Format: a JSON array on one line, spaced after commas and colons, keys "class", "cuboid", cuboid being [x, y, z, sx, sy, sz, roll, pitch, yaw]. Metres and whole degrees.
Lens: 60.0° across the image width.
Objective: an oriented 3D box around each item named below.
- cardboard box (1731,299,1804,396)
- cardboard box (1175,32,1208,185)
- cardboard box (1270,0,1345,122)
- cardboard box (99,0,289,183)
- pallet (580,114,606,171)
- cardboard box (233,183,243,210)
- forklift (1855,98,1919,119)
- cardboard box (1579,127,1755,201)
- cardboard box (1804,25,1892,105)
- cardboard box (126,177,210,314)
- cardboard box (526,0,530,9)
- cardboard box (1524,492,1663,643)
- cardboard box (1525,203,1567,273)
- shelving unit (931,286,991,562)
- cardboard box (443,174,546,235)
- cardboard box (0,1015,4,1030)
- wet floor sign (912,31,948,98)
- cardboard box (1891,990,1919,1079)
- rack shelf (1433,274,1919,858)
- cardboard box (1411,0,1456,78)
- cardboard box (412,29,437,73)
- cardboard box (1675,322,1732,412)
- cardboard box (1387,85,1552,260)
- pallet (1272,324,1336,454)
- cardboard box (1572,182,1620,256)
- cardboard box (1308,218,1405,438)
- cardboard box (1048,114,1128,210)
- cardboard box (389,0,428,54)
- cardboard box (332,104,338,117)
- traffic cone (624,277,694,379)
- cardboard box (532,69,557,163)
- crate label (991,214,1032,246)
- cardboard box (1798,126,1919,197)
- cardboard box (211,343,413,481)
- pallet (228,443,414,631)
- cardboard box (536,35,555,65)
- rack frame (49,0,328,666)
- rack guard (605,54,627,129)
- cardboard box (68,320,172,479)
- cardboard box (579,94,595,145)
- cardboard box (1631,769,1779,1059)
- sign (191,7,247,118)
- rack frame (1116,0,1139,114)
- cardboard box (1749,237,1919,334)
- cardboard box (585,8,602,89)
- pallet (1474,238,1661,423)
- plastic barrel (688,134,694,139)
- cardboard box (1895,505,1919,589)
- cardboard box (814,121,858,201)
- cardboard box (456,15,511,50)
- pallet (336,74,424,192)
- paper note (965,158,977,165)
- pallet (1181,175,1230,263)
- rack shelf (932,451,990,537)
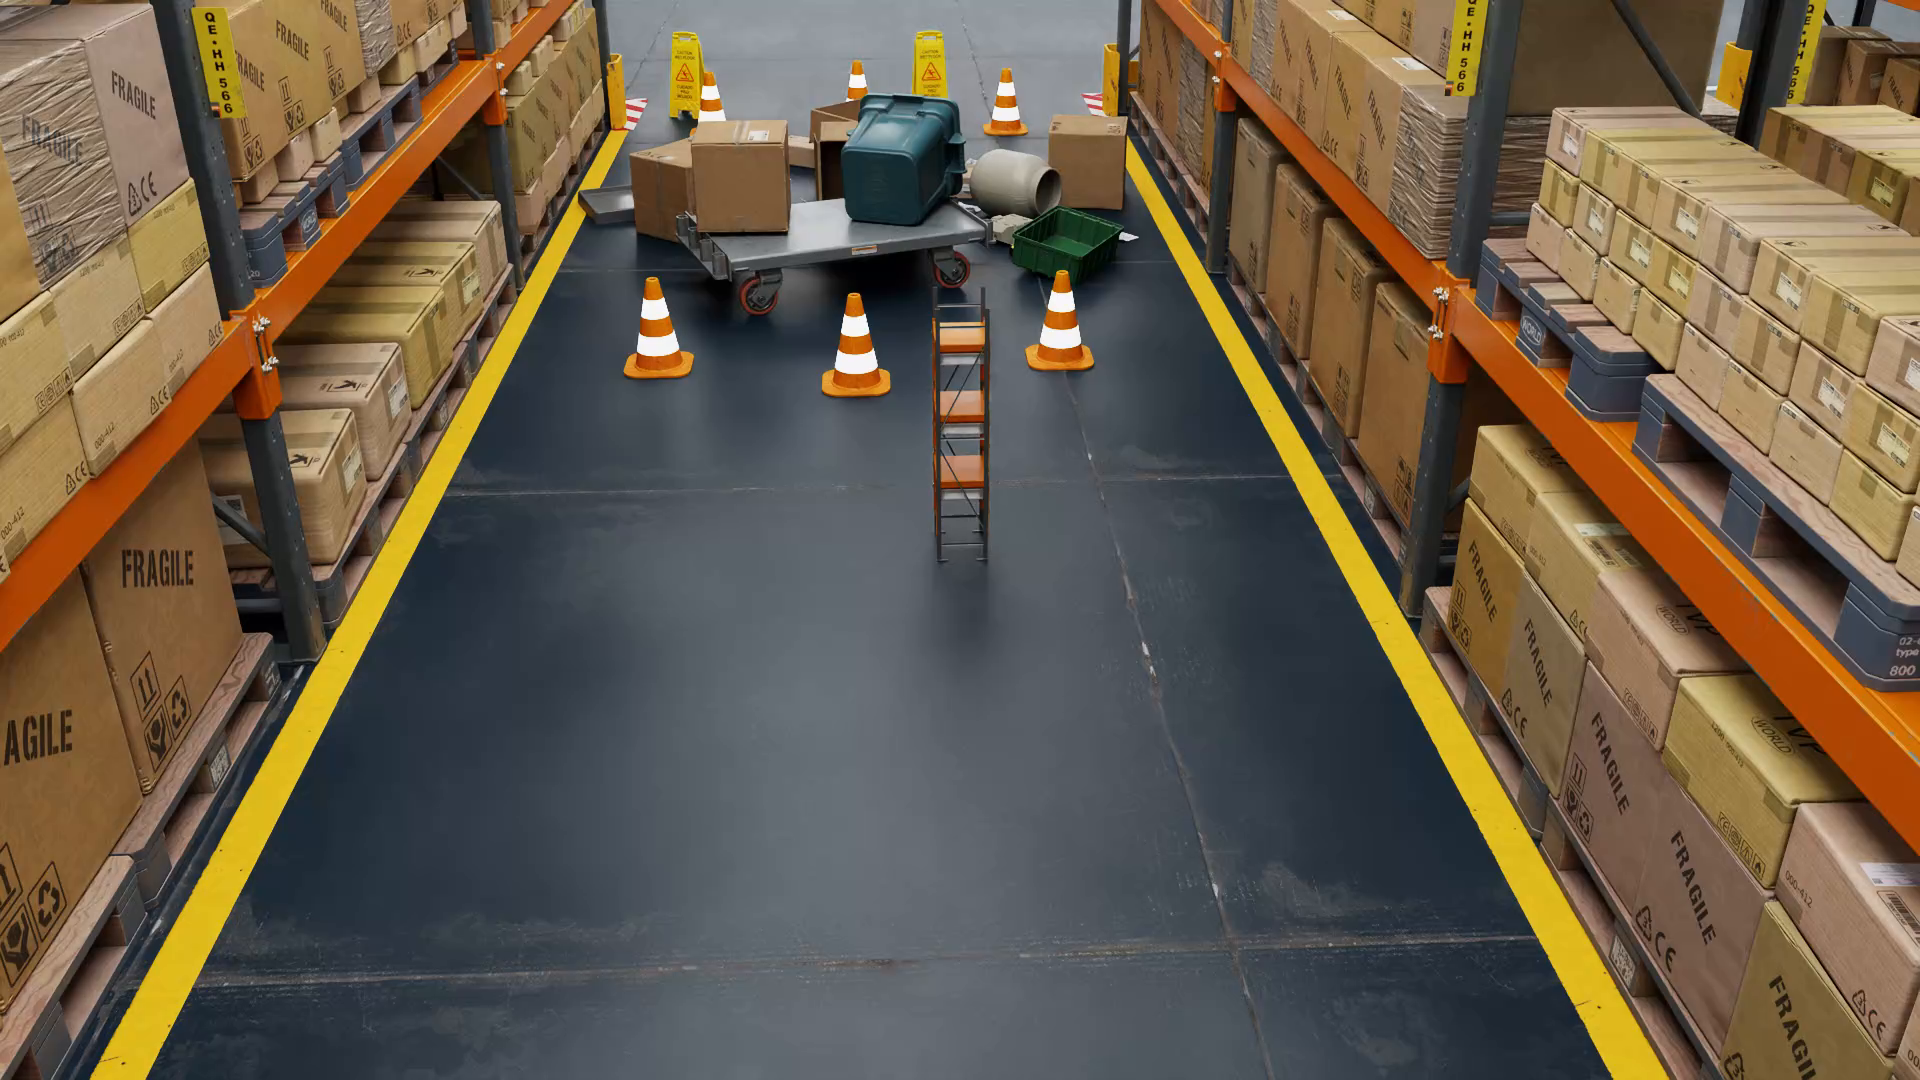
[{"class": "cardboard box", "cuboid": [2.050, -0.455, 3.874, 0.380, 0.149, 0.250, -2, 28, -3]}, {"class": "cardboard box", "cuboid": [1.934, -2.871, 10.854, 0.875, 0.875, 0.875, -1, 28, -2]}, {"class": "cardboard box", "cuboid": [1.757, -2.249, 7.710, 0.500, 0.500, 0.500, -2, 28, -3]}, {"class": "cardboard box", "cuboid": [-2.573, -1.480, 5.461, 0.500, 0.500, 0.500, -2, 28, -4]}, {"class": "pallet", "cuboid": [-3.188, -2.952, 12.181, 1.003, 0.211, 1.213, -1, 28, -3]}, {"class": "cardboard box", "cuboid": [-2.612, -1.134, 5.498, 0.380, 0.149, 0.250, -3, 28, -6]}, {"class": "forklift", "cuboid": [4.631, -1.953, 7.326, 1.130, 2.935, 3.031, -1, 28, -2]}, {"class": "cardboard box", "cuboid": [2.004, -1.067, 4.727, 0.380, 0.149, 0.250, -2, 28, -4]}, {"class": "cardboard box", "cuboid": [6.714, -3.628, 12.710, 0.500, 0.500, 0.500, 4, 28, 7]}, {"class": "cardboard box", "cuboid": [-2.502, -0.842, 4.743, 0.500, 0.250, 0.500, -1, 28, -3]}, {"class": "cardboard box", "cuboid": [-2.819, -3.269, 10.045, 0.380, 0.149, 0.250, -2, 28, -3]}, {"class": "cardboard box", "cuboid": [1.978, 0.077, 4.796, 0.500, 0.250, 0.500, -2, 28, -3]}, {"class": "cardboard box", "cuboid": [1.979, -0.934, 5.115, 0.380, 0.149, 0.250, -2, 28, -3]}, {"class": "shelving unit", "cuboid": [0.003, -0.441, 6.460, 0.215, 1.050, 0.252, -1, 28, -3]}, {"class": "cardboard box", "cuboid": [-2.751, -1.998, 9.856, 0.500, 0.250, 0.500, -3, 28, -5]}, {"class": "cardboard box", "cuboid": [-2.739, 0.997, 3.438, 0.875, 0.875, 0.875, -1, 28, -1]}, {"class": "wet floor sign", "cuboid": [-0.240, -3.687, 13.121, 0.267, 0.644, 0.232, -6, 28, -11]}, {"class": "cardboard box", "cuboid": [2.074, 1.028, 2.973, 0.500, 0.250, 0.500, -2, 28, -4]}, {"class": "rack shelf", "cuboid": [2.261, 0.172, 3.955, 1.077, 0.370, 4.000, -1, 28, -3]}, {"class": "cardboard box", "cuboid": [2.116, -2.000, 6.151, 0.700, 0.500, 0.500, -2, 28, -3]}, {"class": "cardboard box", "cuboid": [-2.625, -2.238, 7.615, 0.380, 0.149, 0.250, -1, 28, -2]}, {"class": "cardboard box", "cuboid": [2.039, -0.438, 4.164, 0.380, 0.149, 0.250, -1, 28, -1]}, {"class": "cardboard box", "cuboid": [1.865, -1.317, 5.923, 0.500, 0.500, 0.500, -1, 28, -3]}, {"class": "pallet", "cuboid": [2.130, -0.762, 7.984, 1.003, 0.211, 1.213, -1, 28, -3]}, {"class": "cardboard box", "cuboid": [1.998, -0.924, 4.774, 0.380, 0.149, 0.250, 0, 28, 0]}, {"class": "cardboard box", "cuboid": [2.166, -0.947, 7.300, 1.050, 0.750, 0.750, -1, 28, -2]}, {"class": "cardboard box", "cuboid": [0.842, -2.503, 11.006, 0.500, 0.500, 0.500, 3, 28, 6]}, {"class": "cardboard box", "cuboid": [-2.689, -2.439, 7.299, 0.500, 0.500, 0.500, 0, 28, -1]}, {"class": "cardboard box", "cuboid": [-2.646, -1.630, 6.449, 0.380, 0.149, 0.250, 0, 28, 0]}, {"class": "traffic cone", "cuboid": [-1.527, -1.088, 8.336, 0.336, 0.463, 0.334, -1, 28, -3]}, {"class": "cardboard box", "cuboid": [-2.791, -2.577, 10.156, 0.500, 0.500, 0.500, 0, 28, -1]}, {"class": "crate label", "cuboid": [0.313, -1.919, 10.281, 0.298, 0.136, 0.250, -23, 35, -37]}, {"class": "cardboard box", "cuboid": [2.651, -1.078, 4.748, 0.380, 0.149, 0.250, -2, 28, -3]}, {"class": "cardboard box", "cuboid": [-2.847, -0.527, 6.905, 0.950, 0.372, 0.625, -2, 28, -4]}, {"class": "pallet", "cuboid": [-2.820, -0.029, 6.578, 1.003, 0.211, 1.213, -1, 28, -3]}, {"class": "cardboard box", "cuboid": [-2.743, -3.039, 10.340, 0.380, 0.149, 0.250, 0, 28, 0]}, {"class": "rack frame", "cuboid": [-2.781, -0.905, 5.241, 1.000, 3.000, 0.127, -1, 28, -3]}, {"class": "rack guard", "cuboid": [-3.195, -3.456, 12.835, 1.175, 0.500, 0.348, -1, 28, -3]}, {"class": "cardboard box", "cuboid": [-2.453, -0.375, 4.388, 0.500, 0.250, 0.500, -1, 28, -2]}, {"class": "cardboard box", "cuboid": [-2.869, -2.960, 11.701, 0.500, 0.250, 0.500, -1, 28, -2]}, {"class": "cardboard box", "cuboid": [2.027, 0.889, 4.051, 0.500, 0.500, 0.500, -2, 28, -4]}, {"class": "sign", "cuboid": [-2.227, -1.433, 5.002, 0.100, 0.325, 0.005, -1, 28, -3]}, {"class": "rack frame", "cuboid": [1.739, -4.765, 12.643, 1.000, 3.000, 0.127, -1, 28, -3]}, {"class": "cardboard box", "cuboid": [2.058, -0.584, 3.801, 0.380, 0.149, 0.250, -1, 28, -1]}, {"class": "cardboard box", "cuboid": [-2.897, -3.535, 11.992, 0.500, 0.500, 0.500, -1, 28, -2]}, {"class": "pallet", "cuboid": [2.301, -0.659, 4.978, 1.213, 0.211, 1.003, -1, 28, -3]}, {"class": "plastic barrel", "cuboid": [-1.579, -2.540, 11.161, 0.512, 0.421, 0.421, 19, 33, 32]}, {"class": "cardboard box", "cuboid": [2.089, 0.044, 3.240, 0.380, 0.149, 0.250, -3, 28, -5]}, {"class": "cardboard box", "cuboid": [-0.522, -2.371, 10.605, 0.797, 0.637, 0.503, -1, 28, -3]}, {"class": "cardboard box", "cuboid": [-2.686, -2.794, 9.135, 0.380, 0.149, 0.250, -2, 28, -3]}, {"class": "pallet", "cuboid": [-2.925, -1.733, 7.036, 1.003, 0.211, 1.213, -1, 28, -3]}, {"class": "paper note", "cuboid": [0.123, -2.702, 11.900, 0.144, 0.017, 0.142, 8, 29, 15]}, {"class": "pallet", "cuboid": [1.986, -2.035, 10.423, 1.003, 0.211, 1.213, -1, 28, -3]}, {"class": "rack shelf", "cuboid": [0.003, -0.185, 6.593, 0.215, 0.259, 0.240, -1, 28, -3]}]
